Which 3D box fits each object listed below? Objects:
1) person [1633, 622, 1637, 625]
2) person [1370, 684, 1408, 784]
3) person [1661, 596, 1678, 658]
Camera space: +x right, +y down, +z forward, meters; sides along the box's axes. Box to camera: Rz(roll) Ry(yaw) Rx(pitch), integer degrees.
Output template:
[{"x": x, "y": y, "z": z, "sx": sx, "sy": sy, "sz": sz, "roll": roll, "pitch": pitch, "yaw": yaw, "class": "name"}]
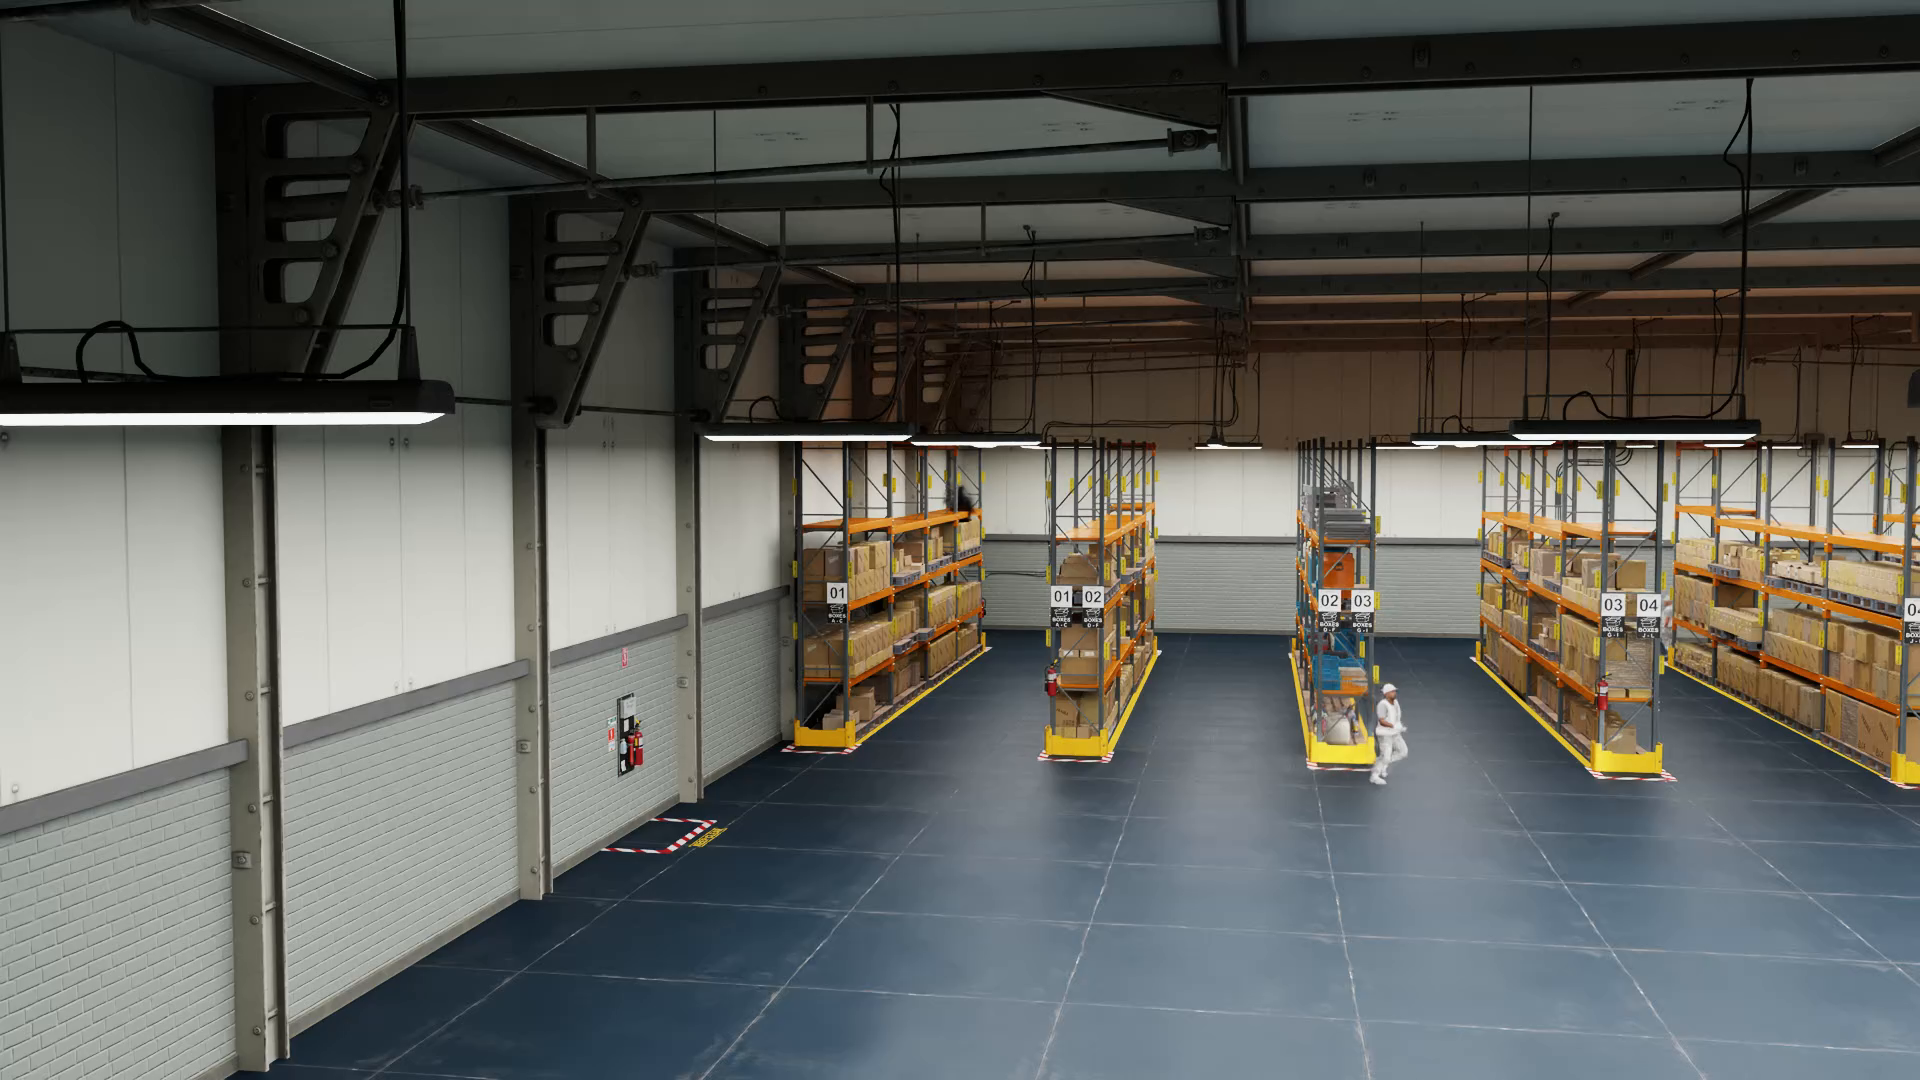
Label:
[{"x": 18.460, "y": 2.534, "z": 45.235, "sx": 0.529, "sy": 1.557, "sz": 0.638, "roll": 3, "pitch": 4, "yaw": 45, "class": "person"}, {"x": 7.424, "y": 3.334, "z": 28.609, "sx": 0.705, "sy": 1.733, "sz": 0.722, "roll": 3, "pitch": 4, "yaw": 44, "class": "person"}, {"x": 19.629, "y": 2.404, "z": 45.883, "sx": 0.550, "sy": 1.750, "sz": 0.649, "roll": 2, "pitch": 4, "yaw": 38, "class": "person"}]
